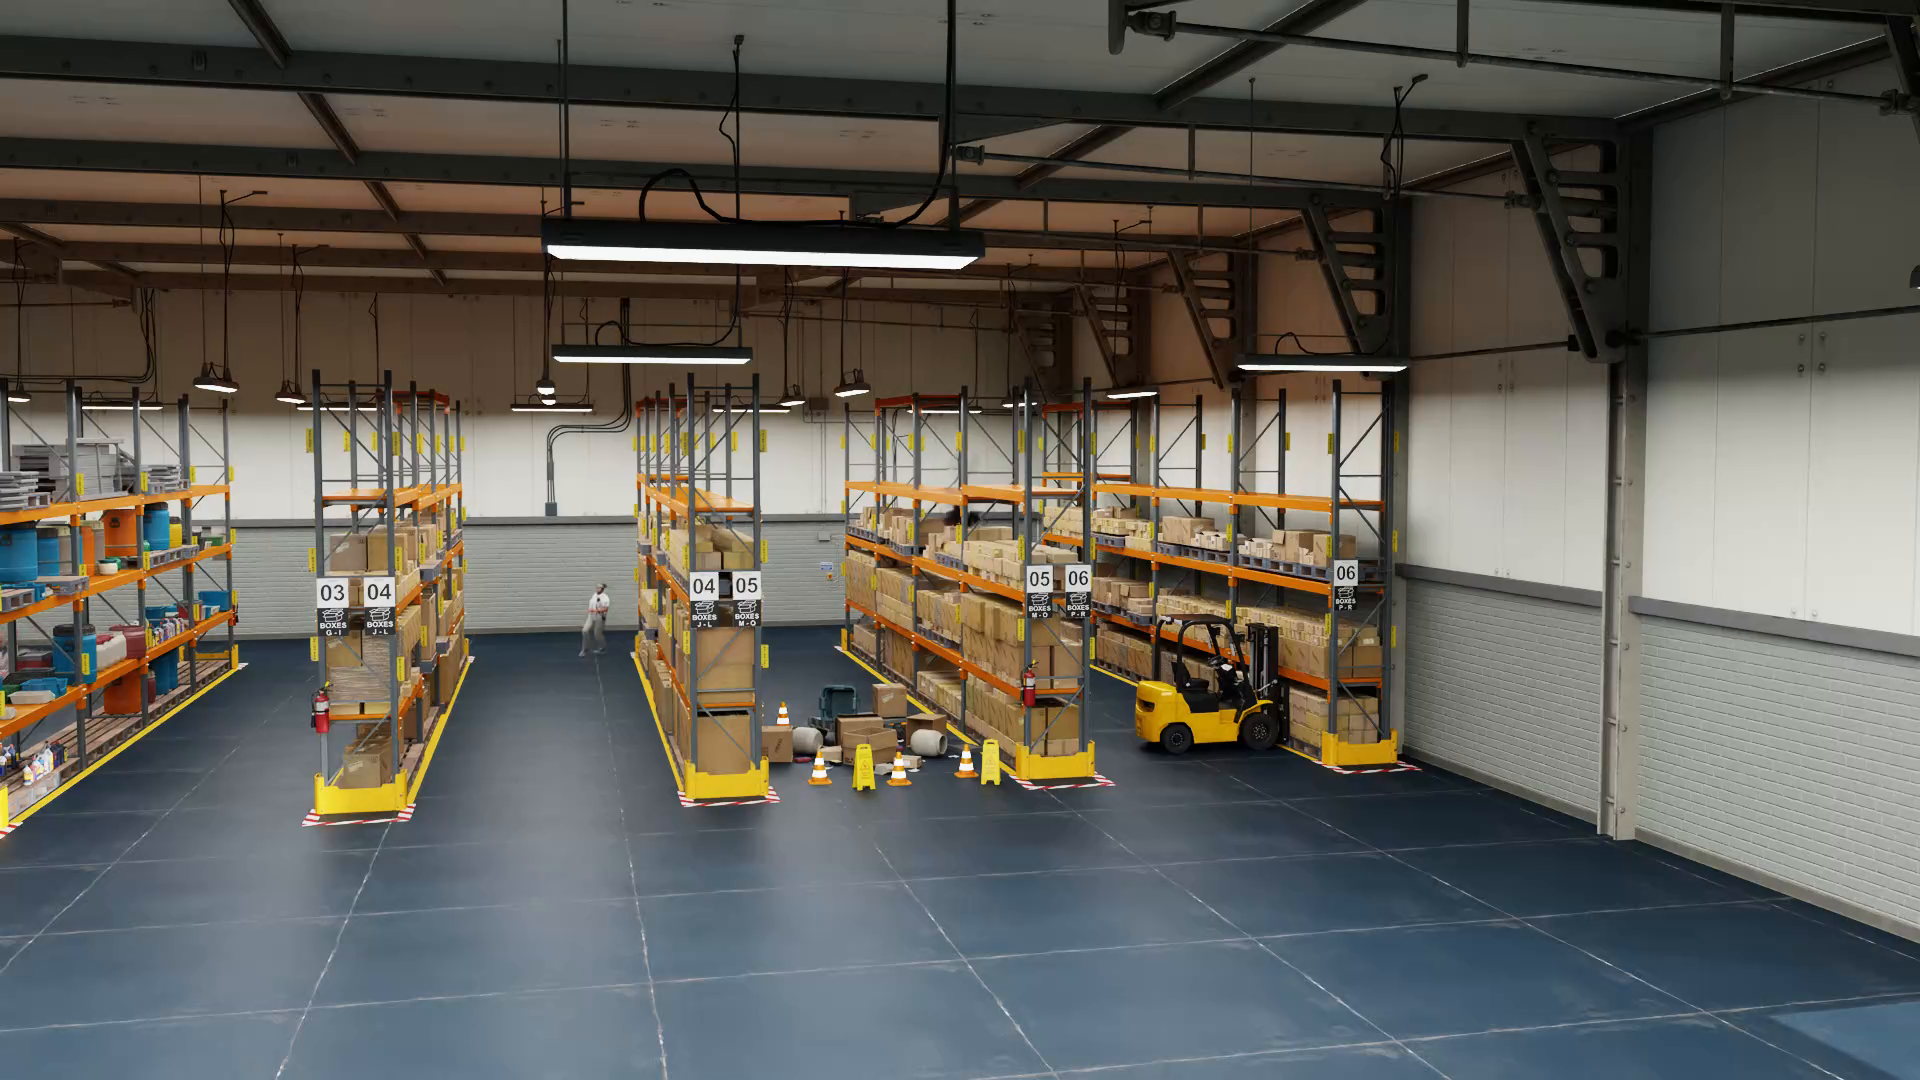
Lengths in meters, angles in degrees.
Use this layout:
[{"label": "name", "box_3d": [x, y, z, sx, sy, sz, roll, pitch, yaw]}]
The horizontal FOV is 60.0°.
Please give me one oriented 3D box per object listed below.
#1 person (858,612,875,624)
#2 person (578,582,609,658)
[{"label": "person", "box_3d": [-2.302, 1.700, 41.822, 0.704, 1.756, 0.698, 1, 3, 18]}, {"label": "person", "box_3d": [-8.539, 1.862, 39.142, 0.662, 1.782, 0.801, 2, 4, 30]}]
